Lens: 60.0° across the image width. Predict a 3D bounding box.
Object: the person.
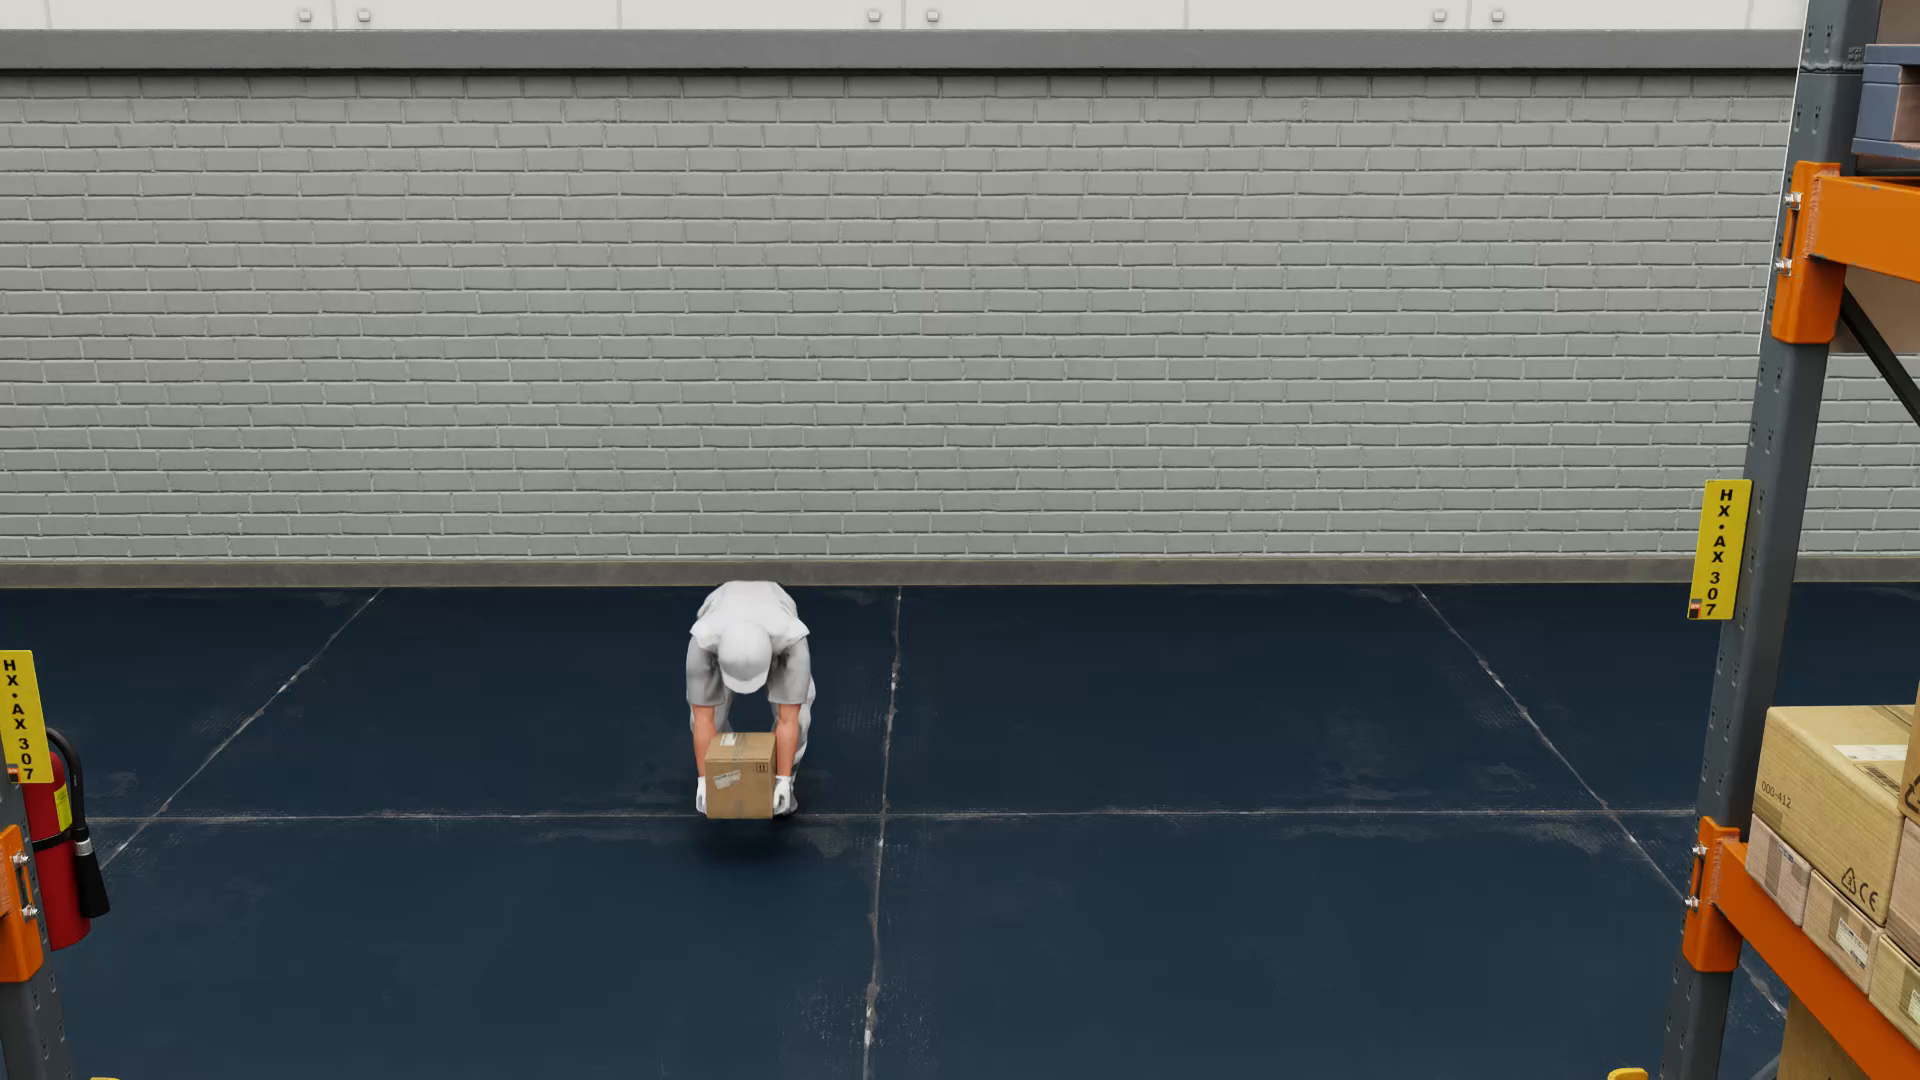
[{"bbox_3d":[-0.842,0.667,6.681,0.521,0.990,0.956,-1,17,-3],"label":"person"}]
